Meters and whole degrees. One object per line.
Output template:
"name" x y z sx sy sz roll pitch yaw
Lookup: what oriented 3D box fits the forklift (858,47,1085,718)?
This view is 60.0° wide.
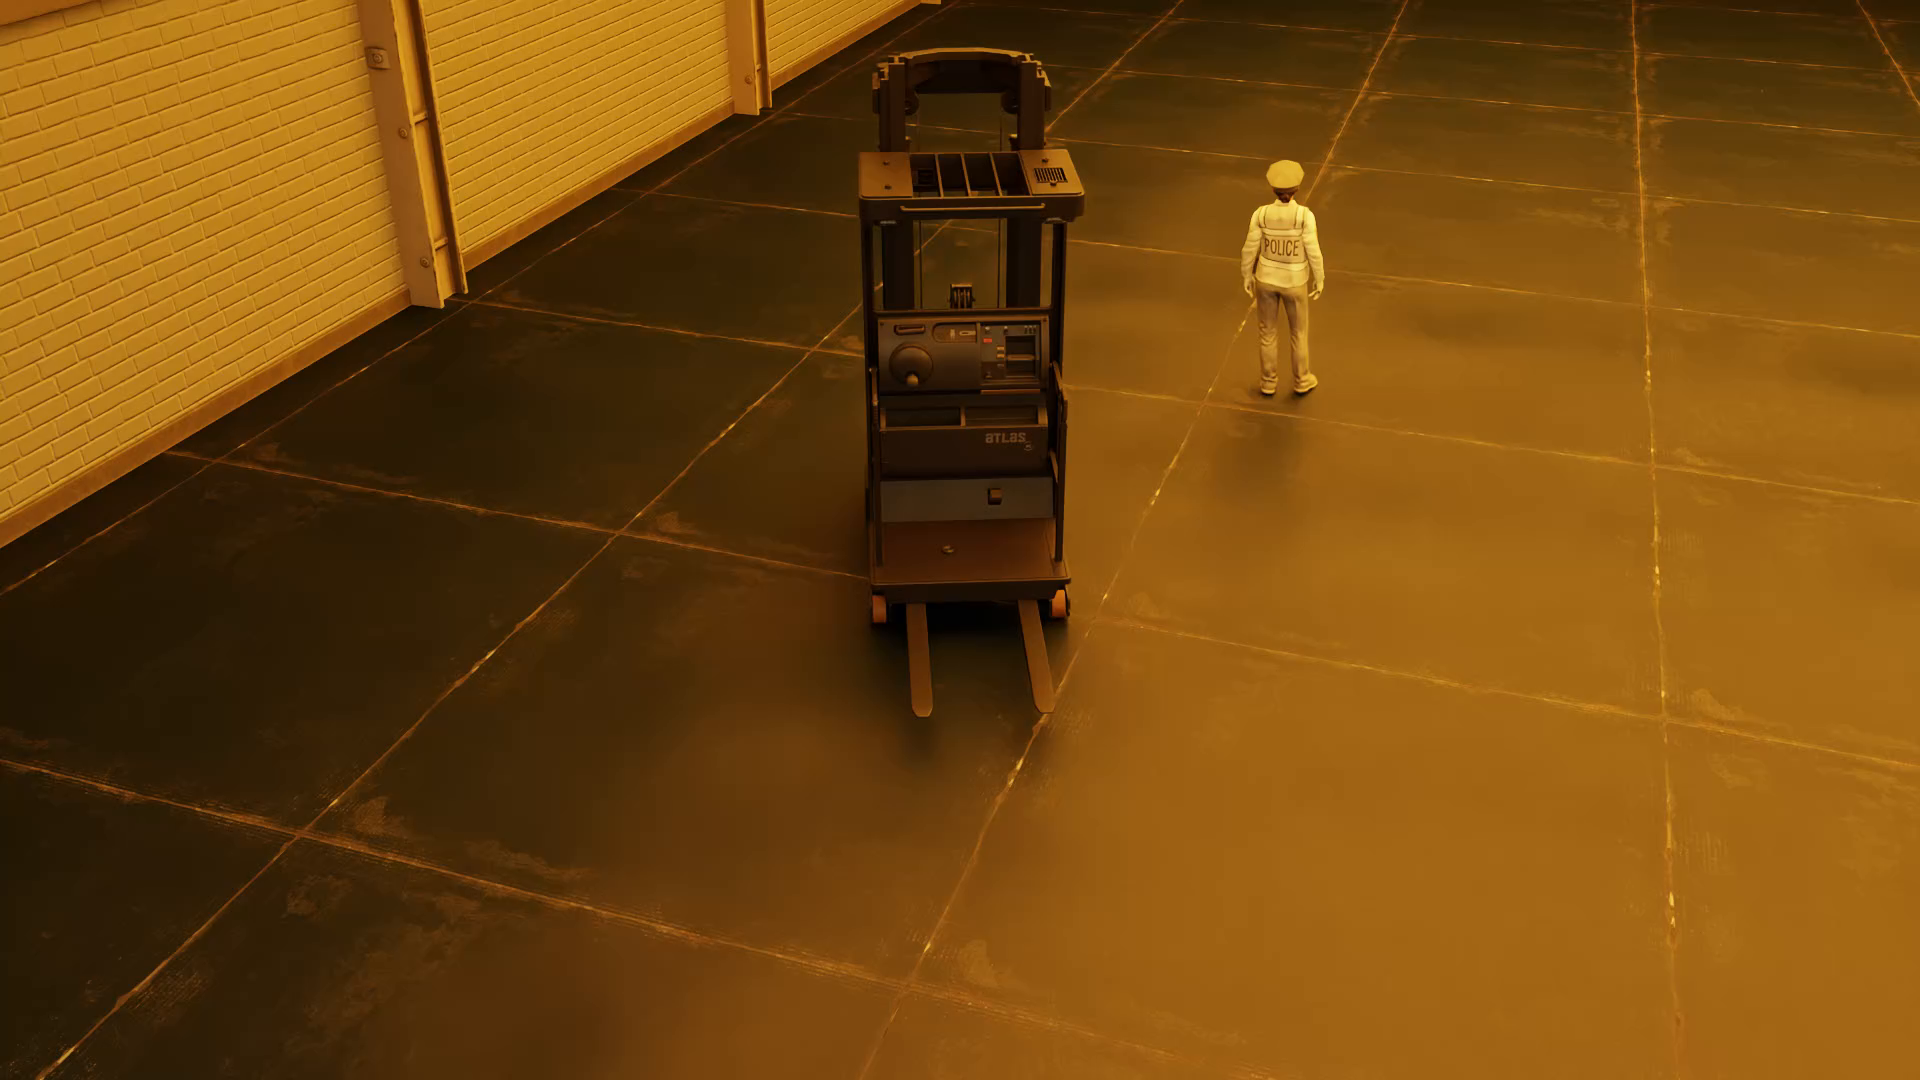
"forklift" 0.035 -0.972 8.842 1.130 2.935 3.031 -2 30 -3

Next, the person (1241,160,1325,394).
"person" 2.250 -1.822 11.570 0.578 1.698 0.526 11 31 18
